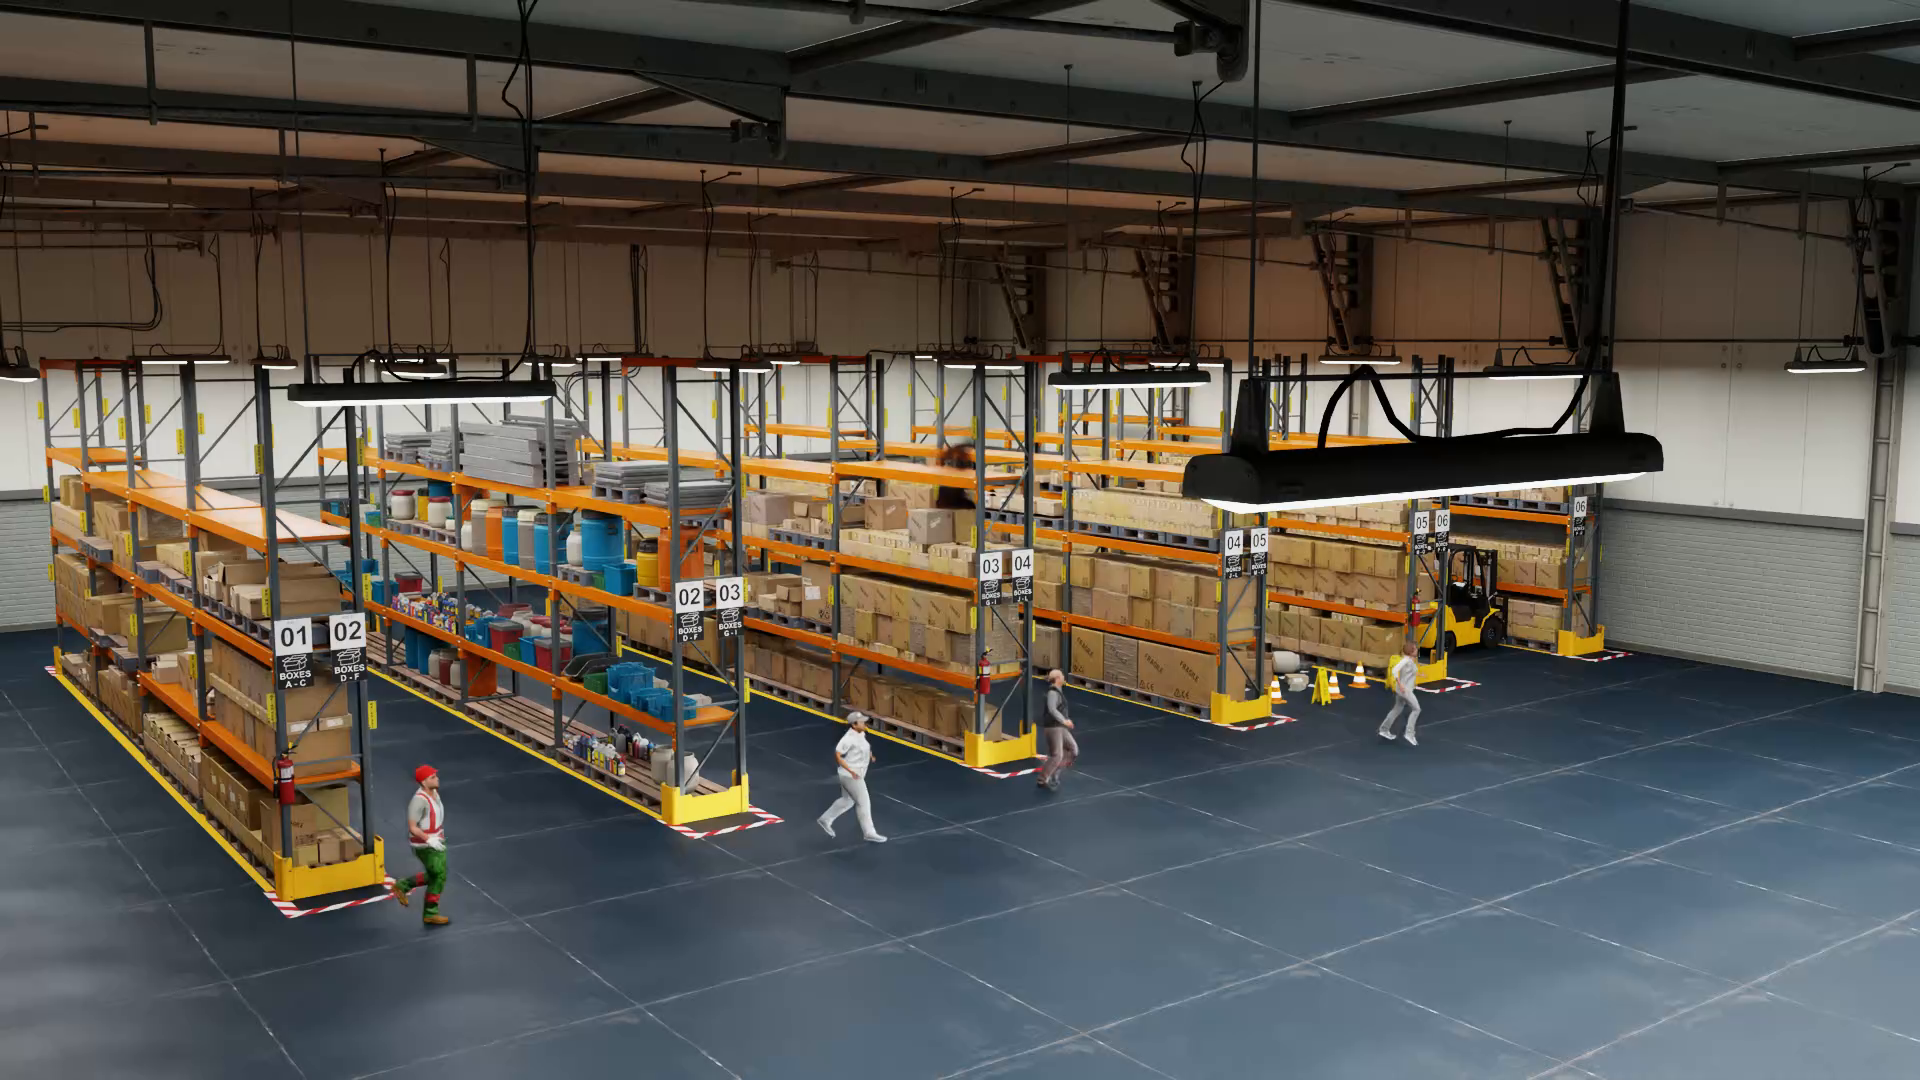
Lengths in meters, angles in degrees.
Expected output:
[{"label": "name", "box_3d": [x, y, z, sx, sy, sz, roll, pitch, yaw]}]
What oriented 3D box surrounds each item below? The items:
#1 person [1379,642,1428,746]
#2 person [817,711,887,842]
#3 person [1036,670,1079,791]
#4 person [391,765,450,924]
[{"label": "person", "box_3d": [6.977, 2.406, 26.156, 0.722, 1.634, 0.527, 1, 7, 12]}, {"label": "person", "box_3d": [-1.371, 2.965, 20.946, 0.907, 1.653, 0.602, 0, 7, 3]}, {"label": "person", "box_3d": [1.395, 2.670, 23.626, 0.584, 1.663, 0.715, 1, 7, 9]}, {"label": "person", "box_3d": [-5.877, 3.301, 18.095, 0.670, 1.755, 0.680, 0, 7, -2]}]
